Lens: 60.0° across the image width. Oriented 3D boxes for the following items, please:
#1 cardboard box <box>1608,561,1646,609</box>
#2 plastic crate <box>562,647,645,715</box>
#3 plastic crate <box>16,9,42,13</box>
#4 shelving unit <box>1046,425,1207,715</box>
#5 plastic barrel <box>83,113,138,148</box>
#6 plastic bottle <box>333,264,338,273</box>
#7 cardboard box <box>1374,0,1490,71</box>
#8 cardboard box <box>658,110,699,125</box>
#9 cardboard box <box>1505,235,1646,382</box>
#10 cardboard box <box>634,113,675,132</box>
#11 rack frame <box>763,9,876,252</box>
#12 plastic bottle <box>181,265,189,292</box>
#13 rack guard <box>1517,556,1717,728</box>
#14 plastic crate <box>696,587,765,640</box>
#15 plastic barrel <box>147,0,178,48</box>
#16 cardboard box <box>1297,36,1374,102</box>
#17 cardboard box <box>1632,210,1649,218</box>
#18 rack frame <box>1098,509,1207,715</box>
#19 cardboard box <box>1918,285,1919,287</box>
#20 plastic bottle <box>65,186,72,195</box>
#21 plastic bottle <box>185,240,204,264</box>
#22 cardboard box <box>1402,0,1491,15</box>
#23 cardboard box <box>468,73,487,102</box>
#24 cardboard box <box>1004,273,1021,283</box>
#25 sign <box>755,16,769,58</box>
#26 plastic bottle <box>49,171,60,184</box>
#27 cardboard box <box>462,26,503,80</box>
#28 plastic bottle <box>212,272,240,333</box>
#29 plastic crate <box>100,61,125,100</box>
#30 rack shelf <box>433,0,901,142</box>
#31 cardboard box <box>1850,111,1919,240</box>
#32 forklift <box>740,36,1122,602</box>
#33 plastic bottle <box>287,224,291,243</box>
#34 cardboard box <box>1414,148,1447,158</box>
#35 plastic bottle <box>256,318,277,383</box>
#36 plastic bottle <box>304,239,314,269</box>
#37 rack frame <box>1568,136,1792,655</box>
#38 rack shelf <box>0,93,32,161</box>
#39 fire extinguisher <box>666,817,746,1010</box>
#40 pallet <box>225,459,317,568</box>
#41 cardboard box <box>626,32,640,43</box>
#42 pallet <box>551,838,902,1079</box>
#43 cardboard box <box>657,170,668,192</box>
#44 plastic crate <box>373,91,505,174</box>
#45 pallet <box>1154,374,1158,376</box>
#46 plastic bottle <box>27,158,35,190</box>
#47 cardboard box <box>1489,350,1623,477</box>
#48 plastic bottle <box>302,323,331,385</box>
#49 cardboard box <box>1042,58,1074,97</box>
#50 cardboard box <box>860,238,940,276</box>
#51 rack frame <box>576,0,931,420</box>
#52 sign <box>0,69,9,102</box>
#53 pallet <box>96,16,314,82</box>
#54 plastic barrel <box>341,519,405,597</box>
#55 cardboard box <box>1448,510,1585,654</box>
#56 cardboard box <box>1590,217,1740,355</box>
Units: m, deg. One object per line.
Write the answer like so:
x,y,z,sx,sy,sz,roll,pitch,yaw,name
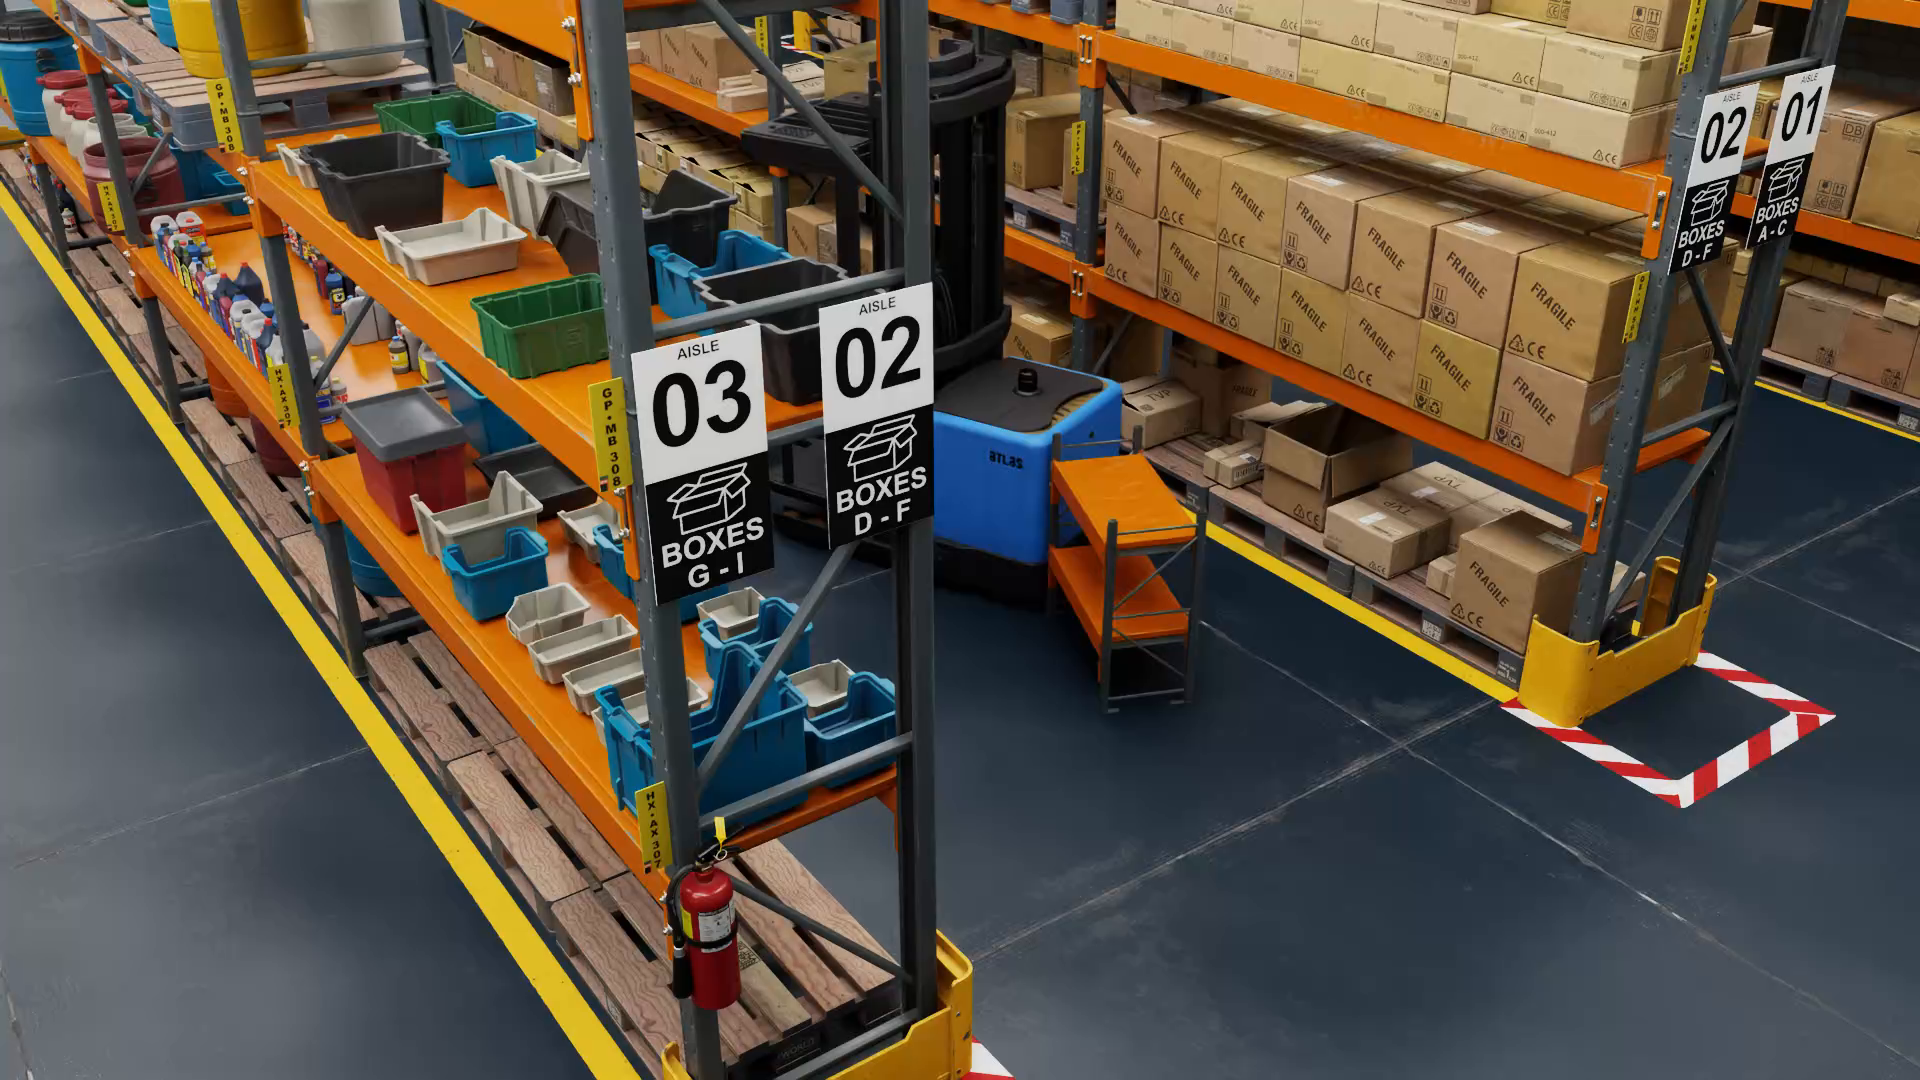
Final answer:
3.547,0.257,9.161,0.380,0.149,0.250,-19,34,-31,cardboard box
-1.304,0.531,6.343,0.396,0.136,0.243,-19,34,-31,plastic crate
-9.274,-5.218,16.871,0.499,0.251,0.616,-19,34,-31,plastic crate
0.854,0.138,8.816,0.538,1.125,1.048,-6,29,-11,shelving unit
-6.183,-2.839,12.217,0.421,0.512,0.421,0,29,0,plastic barrel
-3.788,-1.610,10.194,0.061,0.283,0.133,-19,34,-31,plastic bottle
2.427,-2.536,8.266,0.500,0.250,0.500,-19,34,-31,cardboard box
-2.676,-4.154,16.610,0.500,0.311,0.500,-18,33,-29,cardboard box
3.027,-1.125,8.026,0.500,0.500,0.500,-19,34,-31,cardboard box
-3.128,-4.007,16.339,0.500,0.311,0.500,-19,34,-31,cardboard box
-1.131,-3.655,13.837,1.000,3.000,0.127,-19,34,-31,rack frame
-4.790,-1.656,10.364,0.097,0.201,0.097,0,29,0,plastic bottle
3.465,0.524,8.761,1.175,0.500,0.348,-19,34,-31,rack guard
-0.915,0.316,6.739,0.250,0.136,0.298,-19,34,-31,plastic crate
-3.962,-3.074,8.660,0.600,0.901,0.708,-19,34,-31,plastic barrel
2.138,-2.511,8.745,0.500,0.250,0.500,-19,34,-31,cardboard box
5.650,-2.636,13.460,0.380,0.149,0.250,-19,34,-31,cardboard box
0.964,0.375,8.380,0.500,1.125,0.032,-6,29,-11,rack frame
6.996,-1.737,11.804,0.380,0.149,0.250,-19,34,-31,cardboard box
-8.102,-3.133,15.268,0.152,0.276,0.135,-19,34,-31,plastic bottle
-4.817,-1.755,10.474,0.097,0.271,0.097,0,29,0,plastic bottle
2.600,-2.924,8.196,0.700,0.500,0.500,-19,34,-31,cardboard box
-5.348,-5.278,19.266,0.500,0.250,0.500,-19,34,-31,cardboard box
0.505,-1.851,12.673,0.500,0.500,0.500,-18,33,-30,cardboard box
-1.581,-4.009,13.275,0.100,0.325,0.005,-19,34,-31,sign
-8.395,-3.240,15.388,0.144,0.351,0.185,-19,34,-31,plastic bottle
-5.350,-5.607,19.086,0.500,0.500,0.500,-19,34,-31,cardboard box
-4.286,-1.404,9.743,0.144,0.351,0.185,-19,34,-31,plastic bottle
-6.958,-3.765,13.972,0.402,0.464,0.583,-19,34,-31,plastic crate
-1.688,-2.097,5.855,1.077,0.370,4.000,-19,34,-31,rack shelf
6.807,-2.525,11.442,0.980,0.700,0.700,-19,34,-31,cardboard box
-0.556,-1.455,9.858,3.031,2.935,1.130,17,33,28,forklift
-4.452,-2.105,11.105,0.061,0.283,0.133,-19,34,-31,plastic bottle
4.221,-3.274,14.948,0.750,0.750,0.750,-18,33,-29,cardboard box
-3.755,-1.047,9.087,0.144,0.351,0.185,-19,34,-31,plastic bottle
-4.174,-1.899,10.738,0.097,0.271,0.097,0,29,0,plastic bottle
3.510,-0.545,8.110,1.000,3.000,0.127,-19,34,-31,rack frame
-8.648,-4.302,15.781,1.077,0.370,4.000,-19,34,-31,rack shelf
-0.810,1.207,5.356,0.296,0.674,0.183,-19,34,-31,fire extinguisher
-3.973,-0.291,10.565,1.003,0.211,1.213,-19,34,-31,pallet
-3.130,-4.965,16.406,0.500,0.250,0.500,-16,33,-28,cardboard box
-0.974,1.719,6.864,1.003,0.211,1.213,-19,34,-31,pallet
-2.527,-3.363,15.741,0.500,0.250,0.500,-18,33,-30,cardboard box
-2.356,-1.874,7.637,0.450,0.188,0.662,-19,34,-31,plastic crate
0.687,-1.180,12.202,1.003,0.211,1.213,-19,34,-31,pallet
-8.894,-3.511,15.957,0.061,0.283,0.133,-18,33,-30,plastic bottle
3.028,-0.688,8.268,0.500,0.500,0.500,-18,33,-29,cardboard box
-3.530,-1.015,9.028,0.144,0.351,0.185,-19,34,-31,plastic bottle
1.363,-5.209,18.857,0.700,0.500,0.500,-20,34,-32,cardboard box
-0.505,-2.095,13.124,0.500,0.500,0.500,-19,34,-31,cardboard box
-0.528,-1.811,4.156,1.000,3.000,0.127,-19,34,-31,rack frame
-7.943,-3.814,13.840,0.100,0.325,0.005,-19,34,-31,sign
-4.042,-2.683,9.102,1.003,0.211,1.213,-19,34,-31,pallet
-3.149,-0.209,9.250,0.600,0.901,0.708,-19,34,-31,plastic barrel
2.993,0.217,8.866,0.500,0.500,0.500,-19,34,-31,cardboard box
3.467,-1.274,8.300,0.500,0.500,0.500,-18,33,-29,cardboard box
